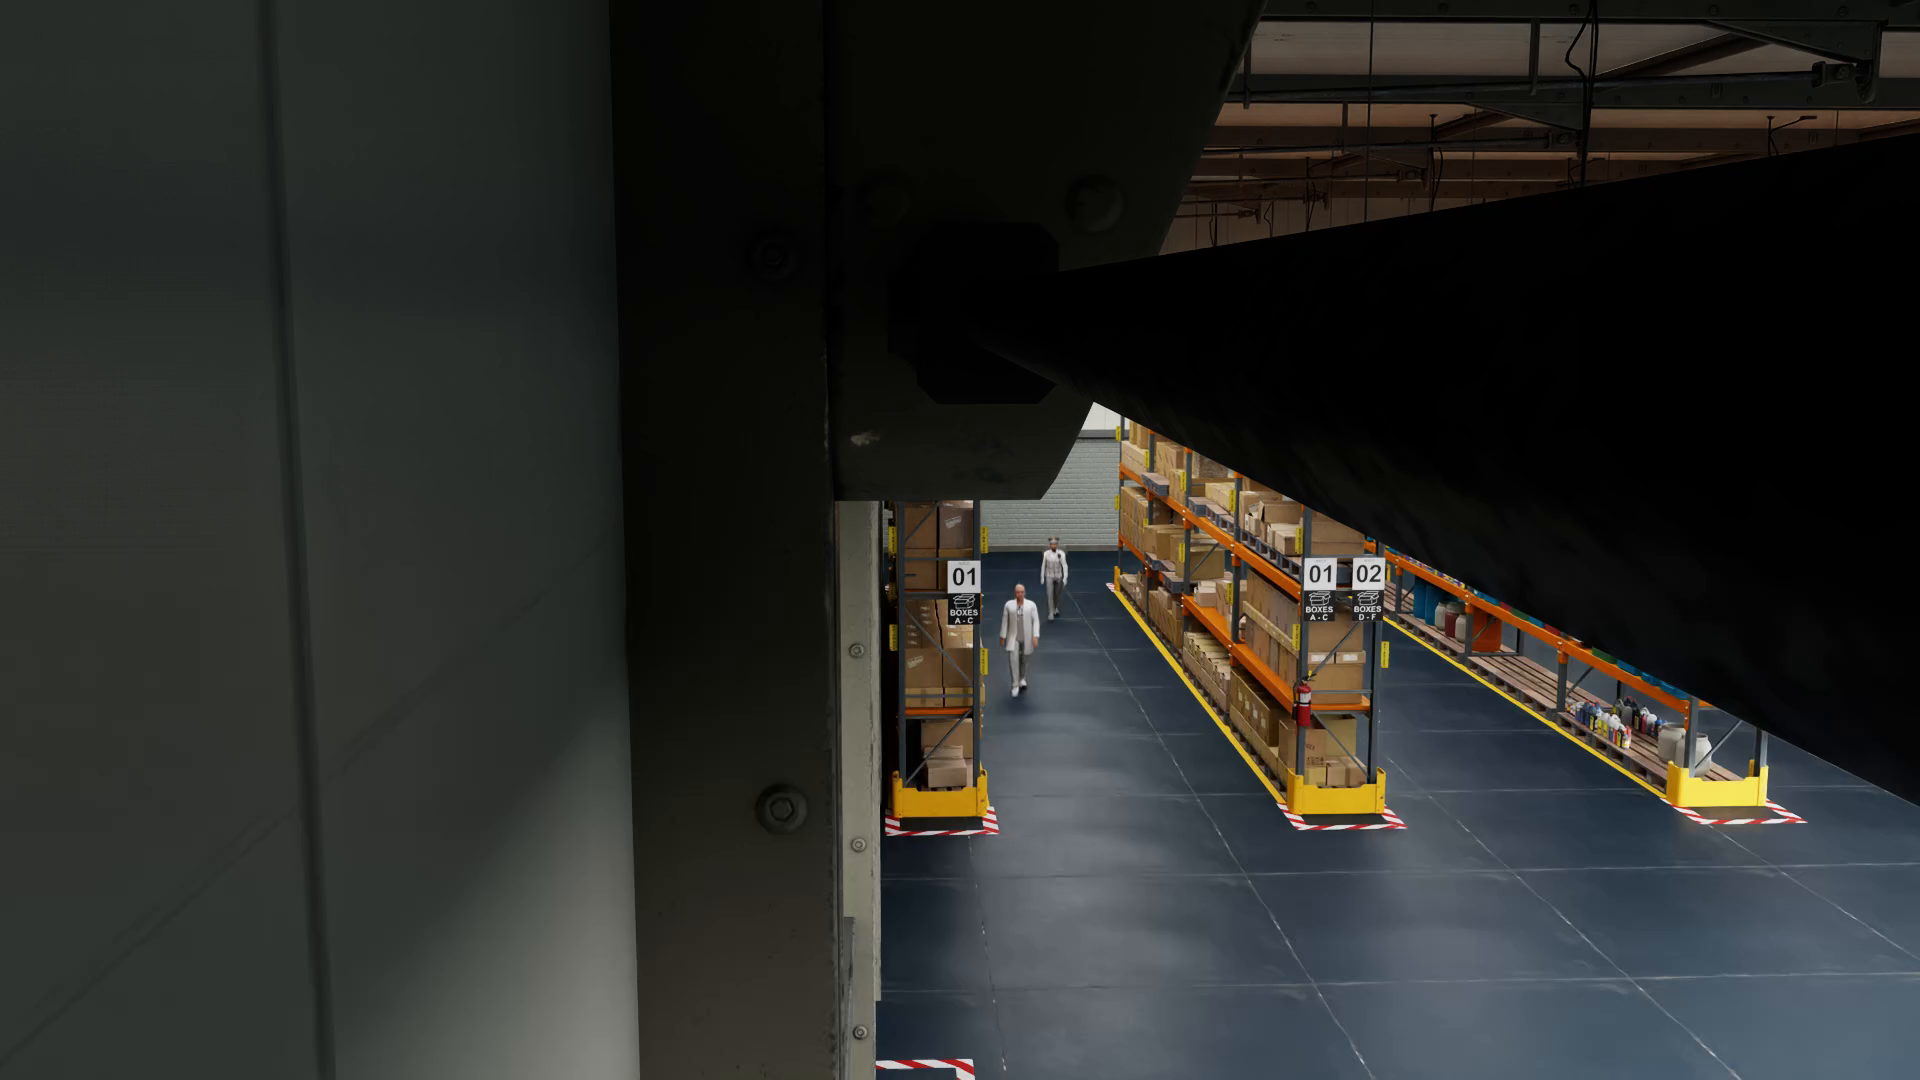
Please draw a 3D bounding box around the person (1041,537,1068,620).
[{"bbox_3d":[1.889,0.733,33.175,0.528,1.613,1.017,0,8,0],"label":"person"}]

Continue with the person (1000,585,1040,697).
[{"bbox_3d":[0.969,1.589,26.889,0.640,1.717,1.102,0,8,-2],"label":"person"}]
